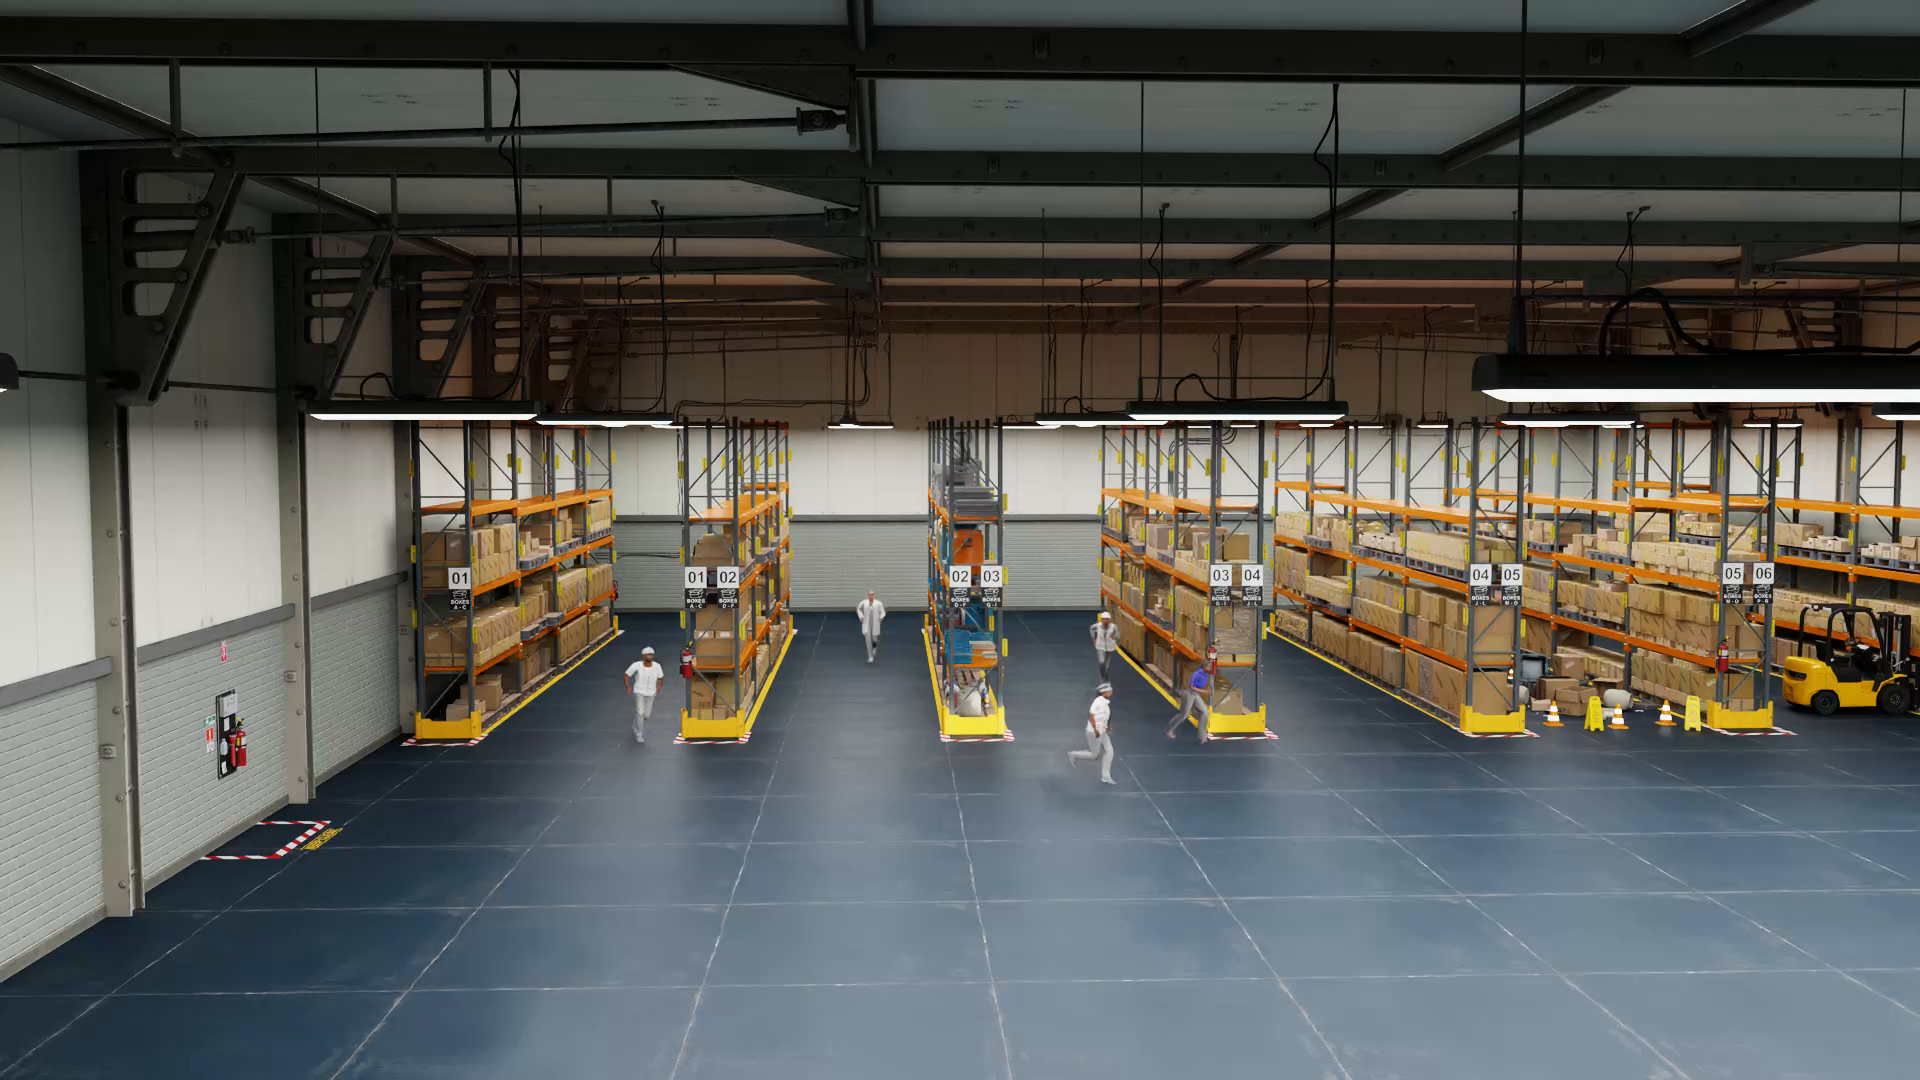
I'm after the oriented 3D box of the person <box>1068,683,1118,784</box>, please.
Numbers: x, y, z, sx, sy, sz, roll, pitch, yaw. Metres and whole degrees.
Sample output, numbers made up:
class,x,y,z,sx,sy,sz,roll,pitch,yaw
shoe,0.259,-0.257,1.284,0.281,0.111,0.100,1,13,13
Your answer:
class,x,y,z,sx,sy,sz,roll,pitch,yaw
person,2.192,3.152,27.196,0.845,1.678,0.544,2,4,24

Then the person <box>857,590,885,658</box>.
class,x,y,z,sx,sy,sz,roll,pitch,yaw
person,-2.234,2.095,41.671,0.711,1.671,0.737,0,4,-2

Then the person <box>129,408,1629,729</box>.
class,x,y,z,sx,sy,sz,roll,pitch,yaw
person,1.269,0.855,28.671,23.575,6.000,17.030,0,4,-3

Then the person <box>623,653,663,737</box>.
class,x,y,z,sx,sy,sz,roll,pitch,yaw
person,-5.882,2.829,30.936,0.746,1.607,0.666,-2,4,-28

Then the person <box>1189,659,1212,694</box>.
class,x,y,z,sx,sy,sz,roll,pitch,yaw
person,4.421,2.569,30.504,0.477,0.603,0.617,2,4,32
